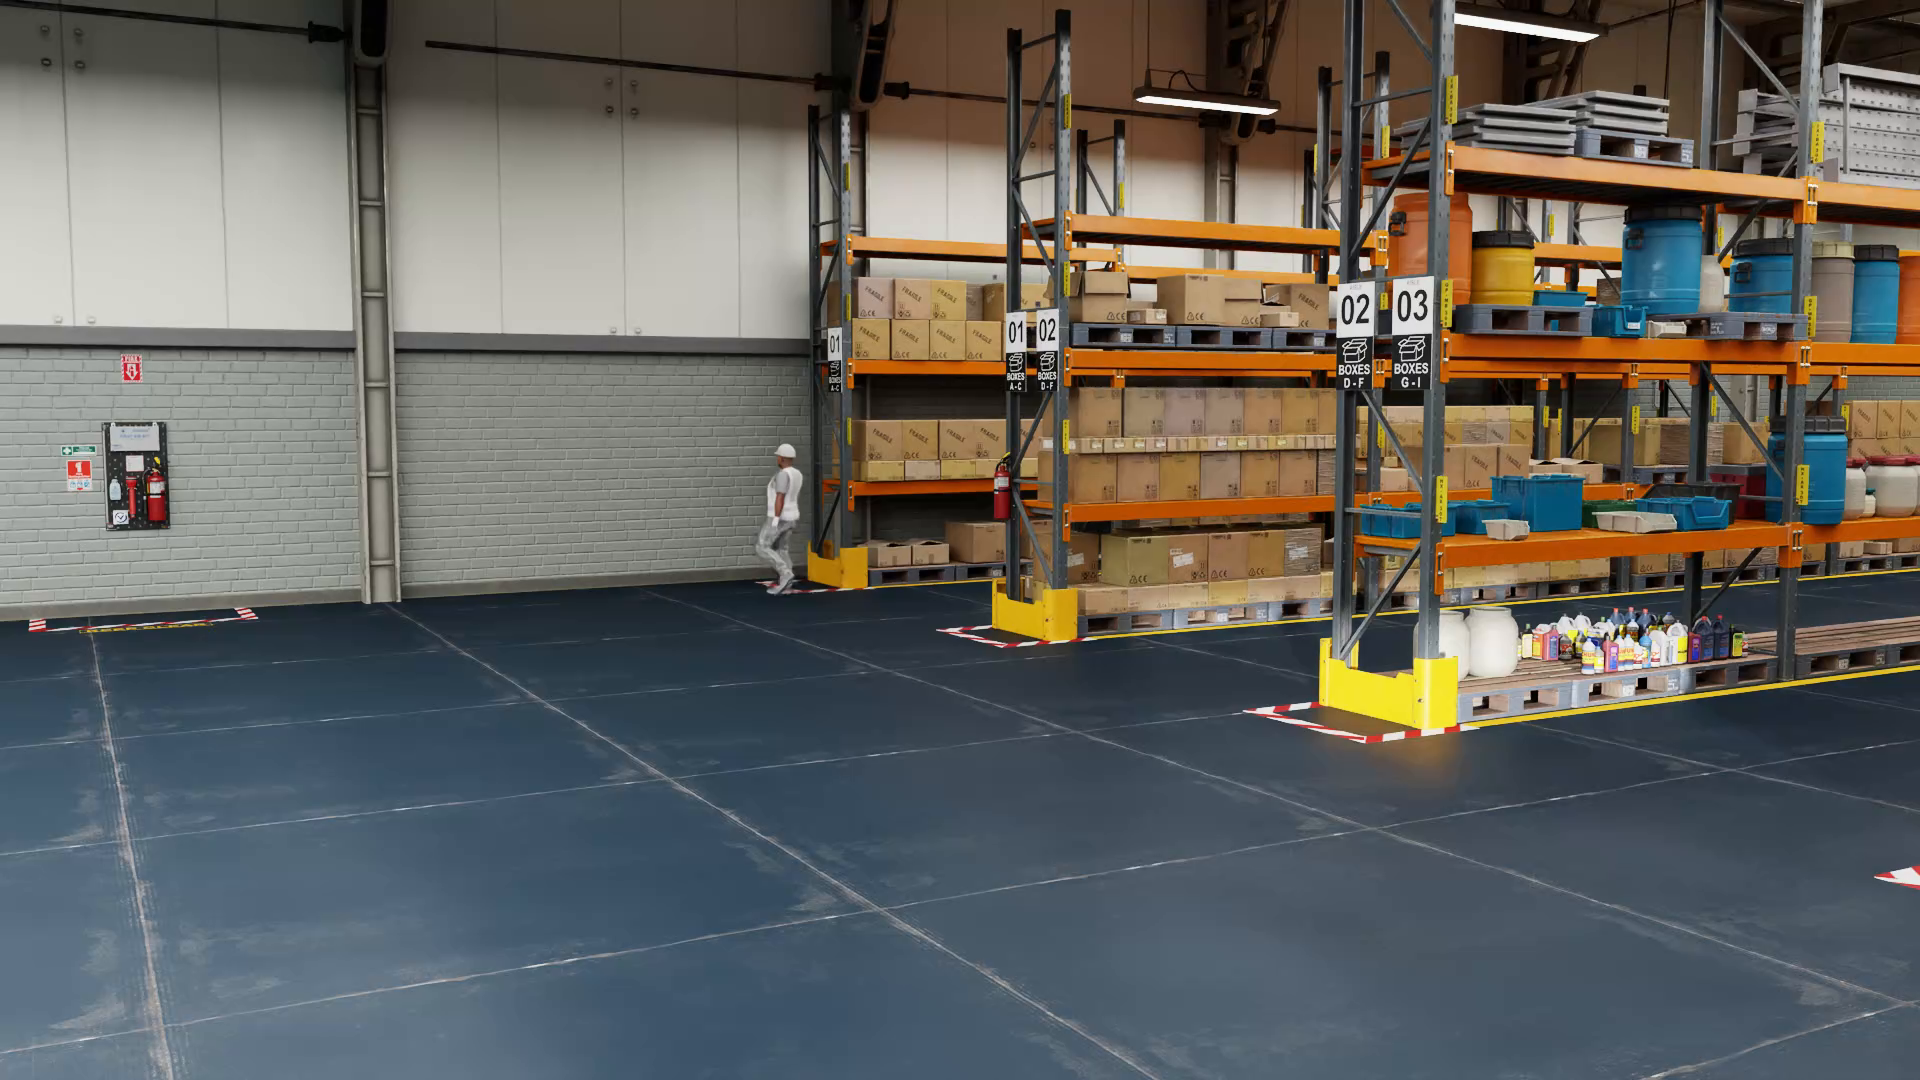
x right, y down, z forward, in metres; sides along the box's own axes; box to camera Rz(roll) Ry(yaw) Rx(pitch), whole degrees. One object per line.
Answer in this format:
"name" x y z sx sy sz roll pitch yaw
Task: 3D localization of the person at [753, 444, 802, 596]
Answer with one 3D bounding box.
"person" -2.152 -0.244 19.577 0.457 1.771 0.619 2 5 19
